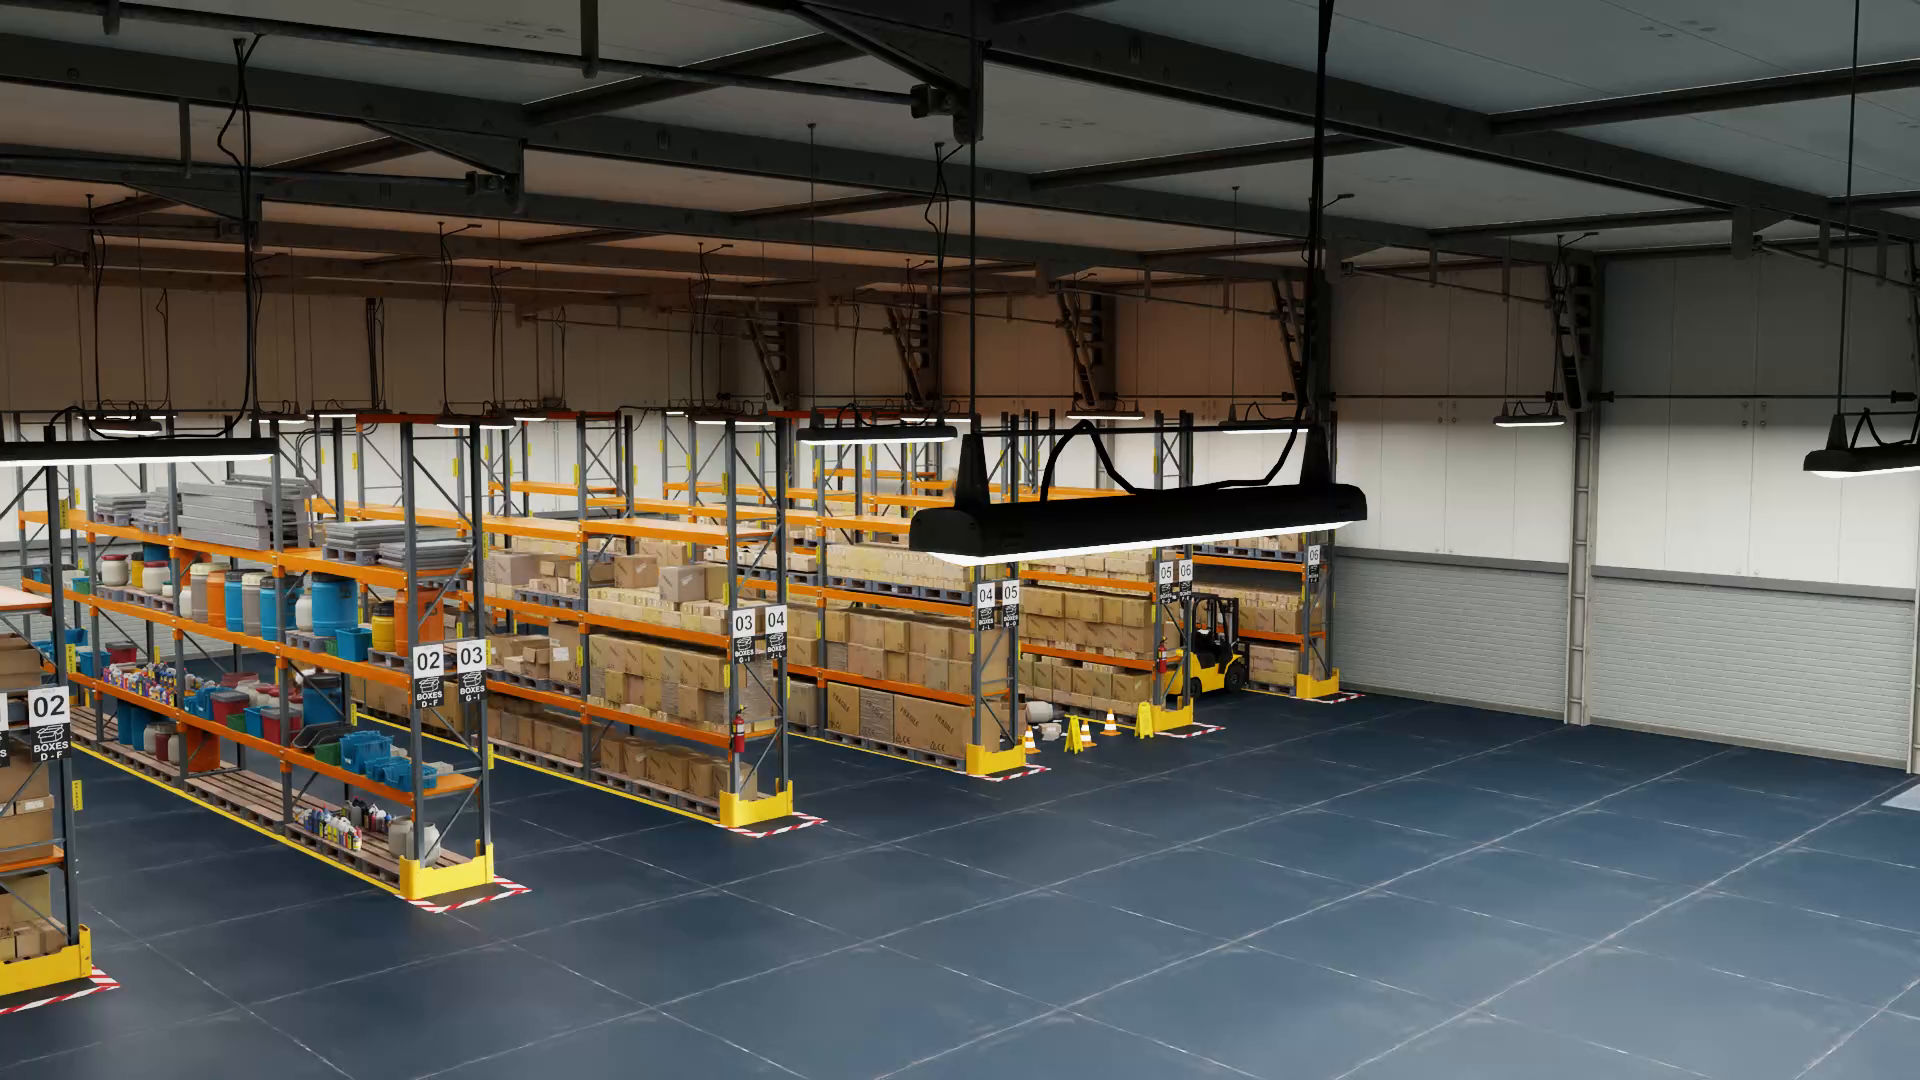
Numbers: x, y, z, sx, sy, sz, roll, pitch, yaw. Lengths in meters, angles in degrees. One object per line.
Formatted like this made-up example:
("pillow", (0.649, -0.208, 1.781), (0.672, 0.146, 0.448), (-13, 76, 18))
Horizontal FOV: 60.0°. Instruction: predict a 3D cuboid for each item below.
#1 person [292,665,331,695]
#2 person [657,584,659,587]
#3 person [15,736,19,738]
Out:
("person", (-11.454, 2.901, 29.478), (0.962, 1.771, 0.702), (3, 6, 34))
("person", (-8.160, 1.699, 44.088), (0.586, 1.601, 0.645), (4, 6, 35))
("person", (-16.015, 3.080, 27.935), (0.589, 1.655, 0.562), (5, 7, 43))
